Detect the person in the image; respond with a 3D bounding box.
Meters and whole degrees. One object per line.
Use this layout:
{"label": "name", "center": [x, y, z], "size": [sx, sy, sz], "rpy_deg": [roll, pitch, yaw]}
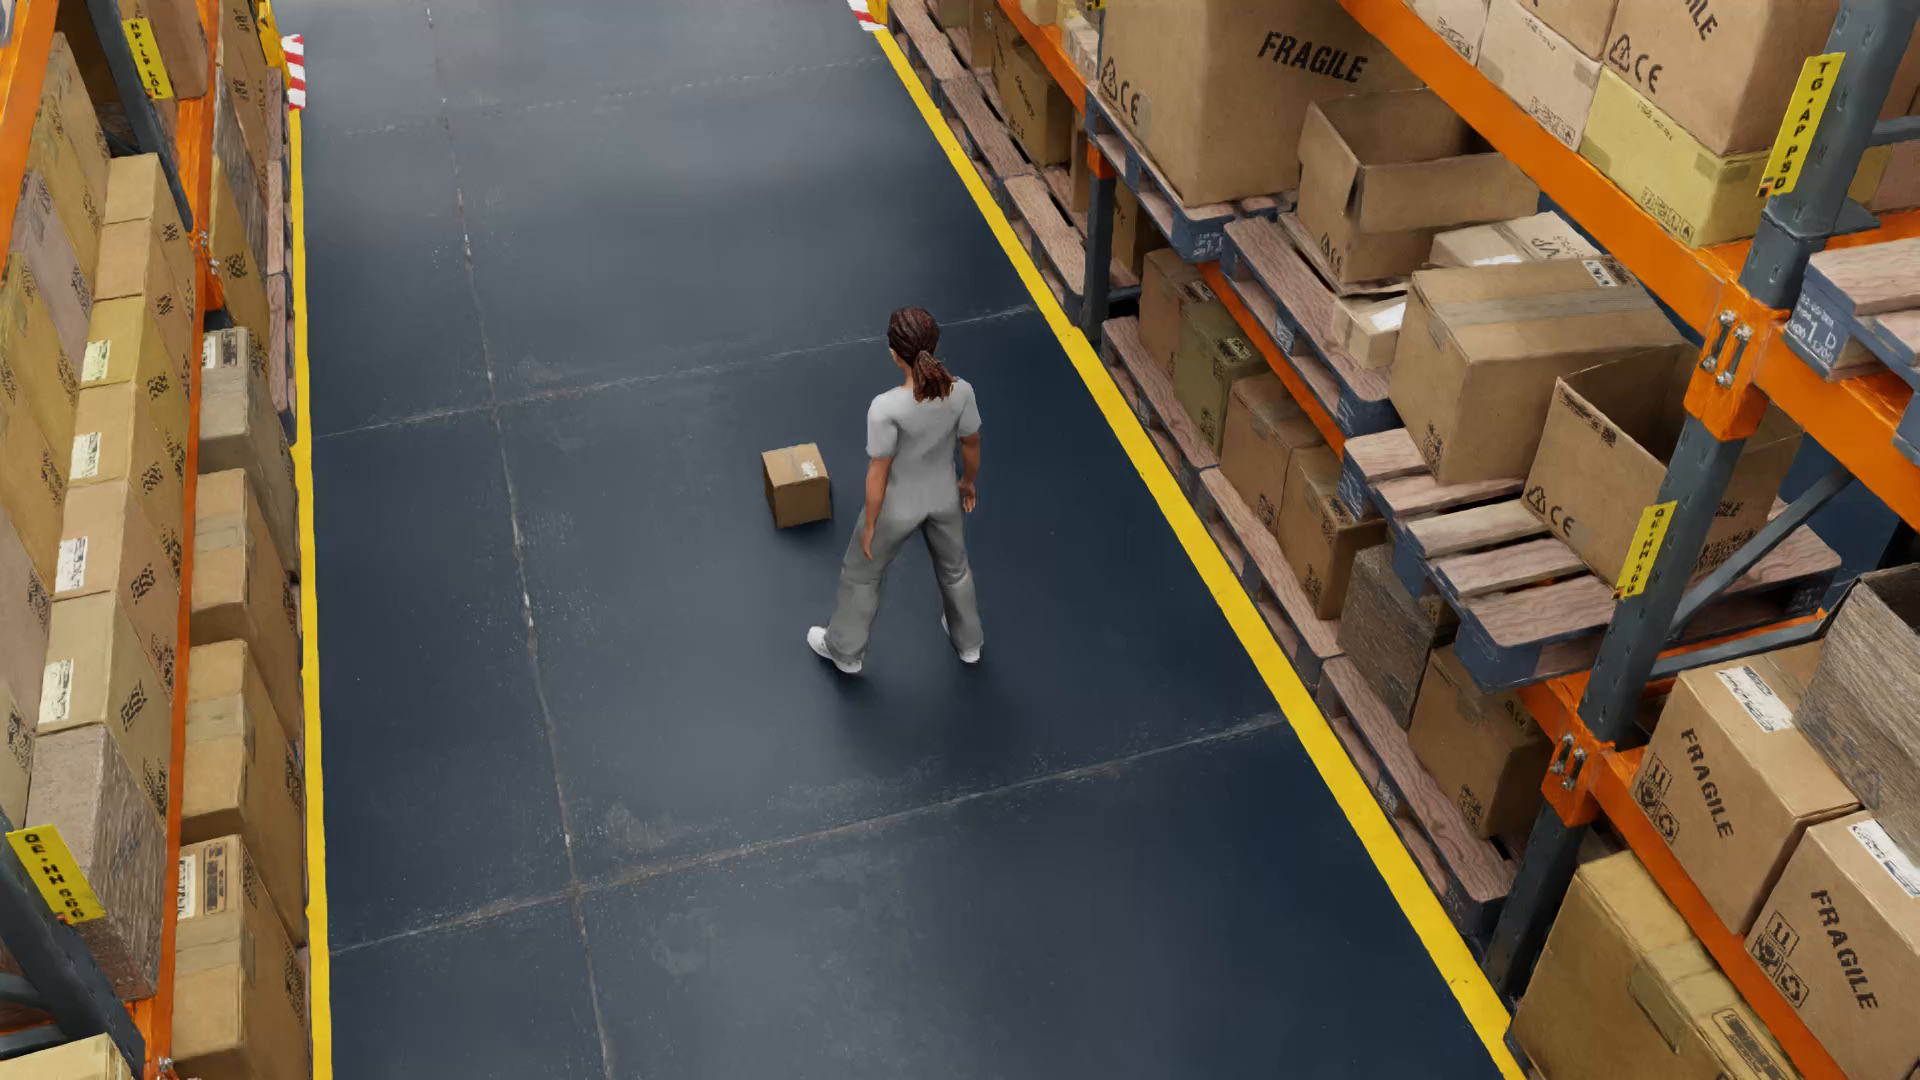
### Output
{"label": "person", "center": [-0.259, -0.164, 6.316], "size": [0.642, 1.668, 0.458], "rpy_deg": [-20, 46, -20]}
